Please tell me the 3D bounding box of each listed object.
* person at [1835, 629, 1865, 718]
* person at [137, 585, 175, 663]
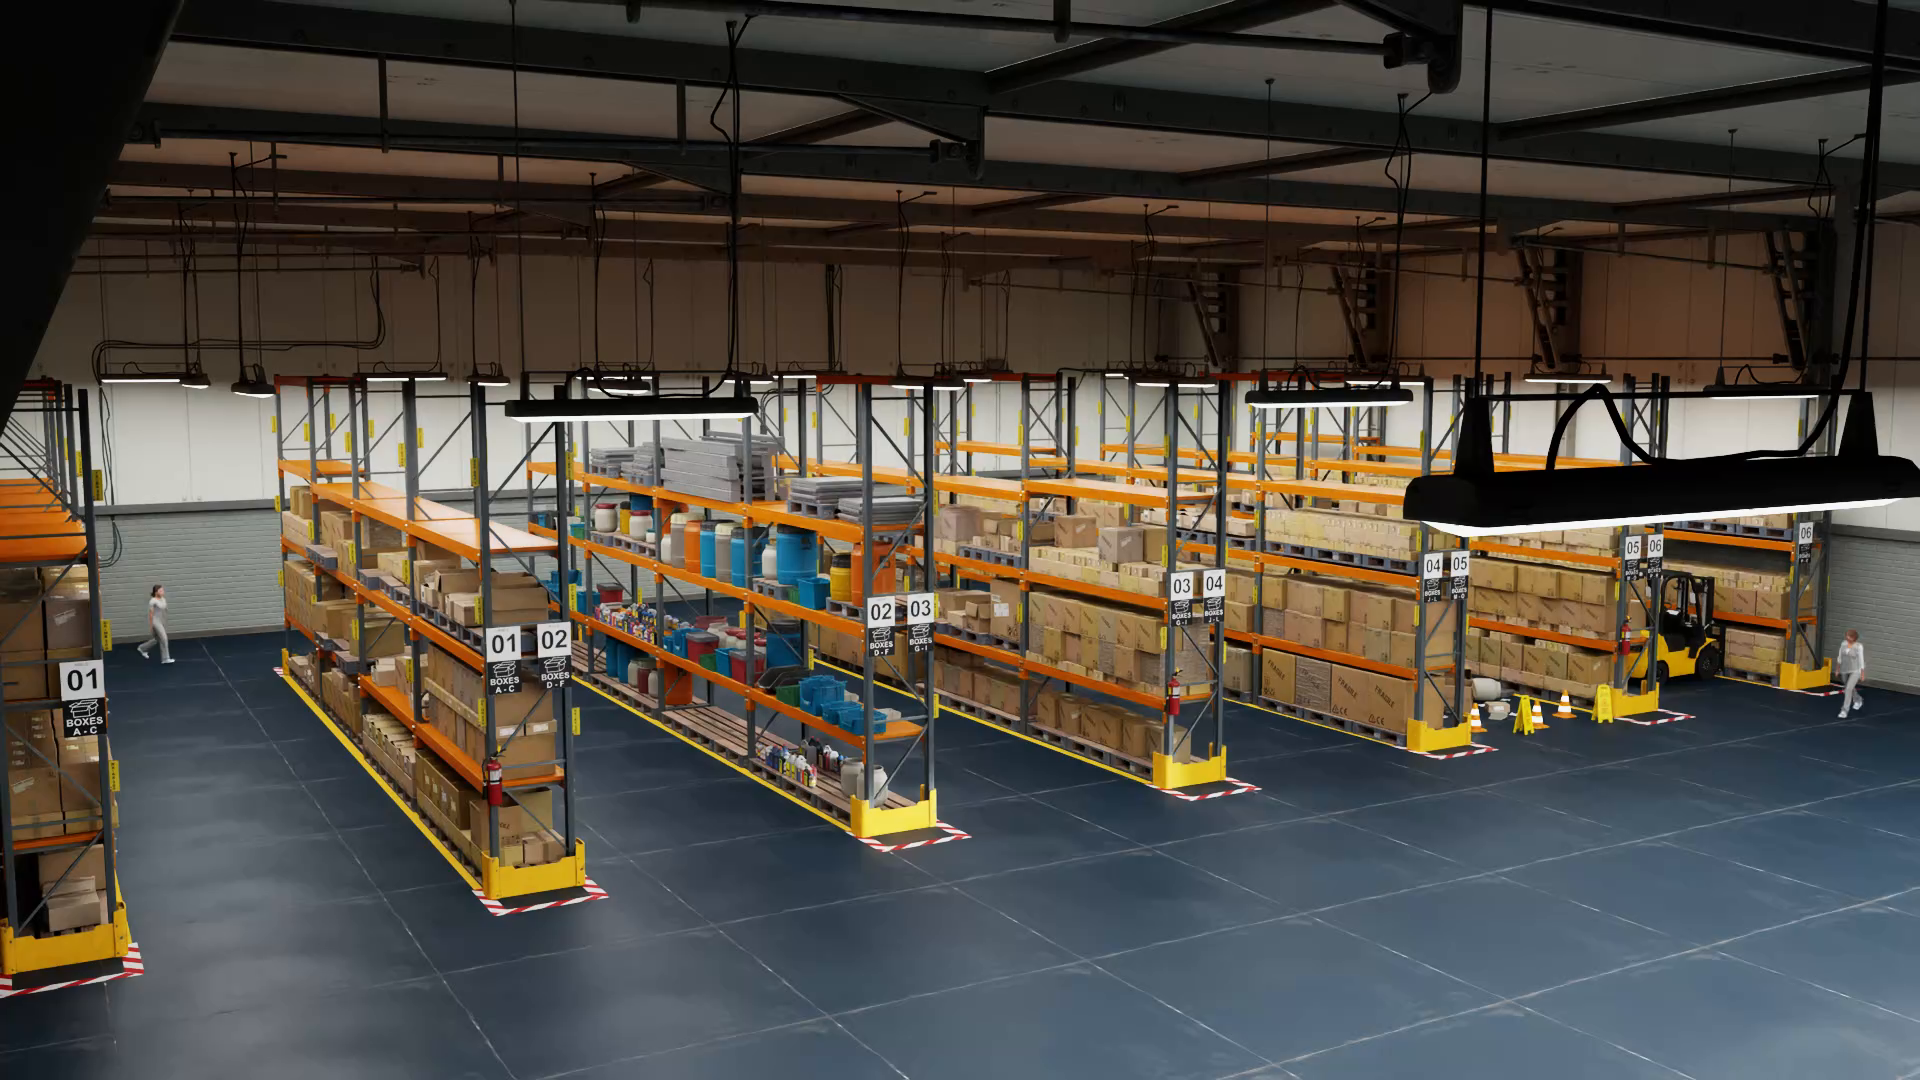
[{"bbox_3d":[15.777,2.329,29.428,0.920,1.551,0.443,-4,8,-35],"label":"person"},{"bbox_3d":[-16.723,1.733,34.552,0.899,1.633,0.446,1,6,7],"label":"person"}]
